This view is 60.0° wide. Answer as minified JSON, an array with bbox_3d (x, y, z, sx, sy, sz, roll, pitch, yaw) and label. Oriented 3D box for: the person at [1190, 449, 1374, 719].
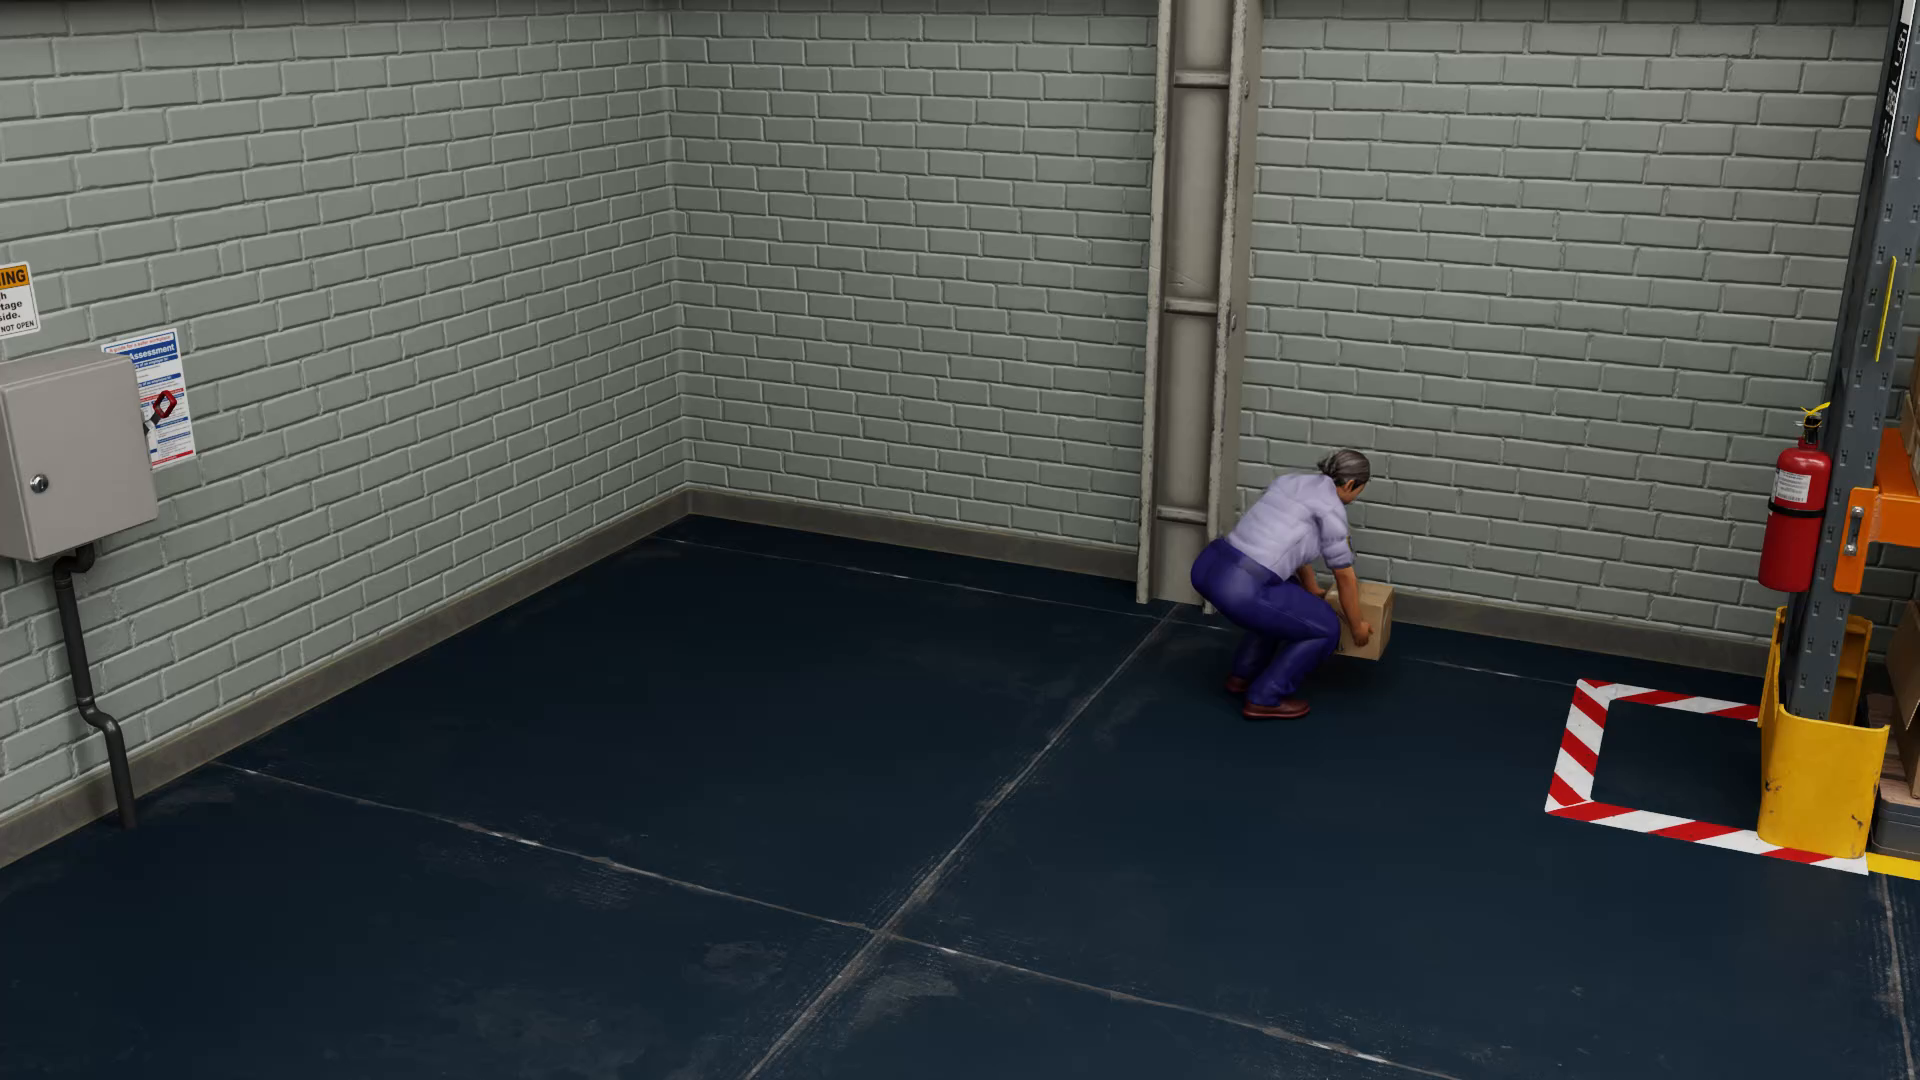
[{"bbox_3d":[1.346,0.172,6.974,0.772,1.077,0.533,-6,20,-16],"label":"person"}]
